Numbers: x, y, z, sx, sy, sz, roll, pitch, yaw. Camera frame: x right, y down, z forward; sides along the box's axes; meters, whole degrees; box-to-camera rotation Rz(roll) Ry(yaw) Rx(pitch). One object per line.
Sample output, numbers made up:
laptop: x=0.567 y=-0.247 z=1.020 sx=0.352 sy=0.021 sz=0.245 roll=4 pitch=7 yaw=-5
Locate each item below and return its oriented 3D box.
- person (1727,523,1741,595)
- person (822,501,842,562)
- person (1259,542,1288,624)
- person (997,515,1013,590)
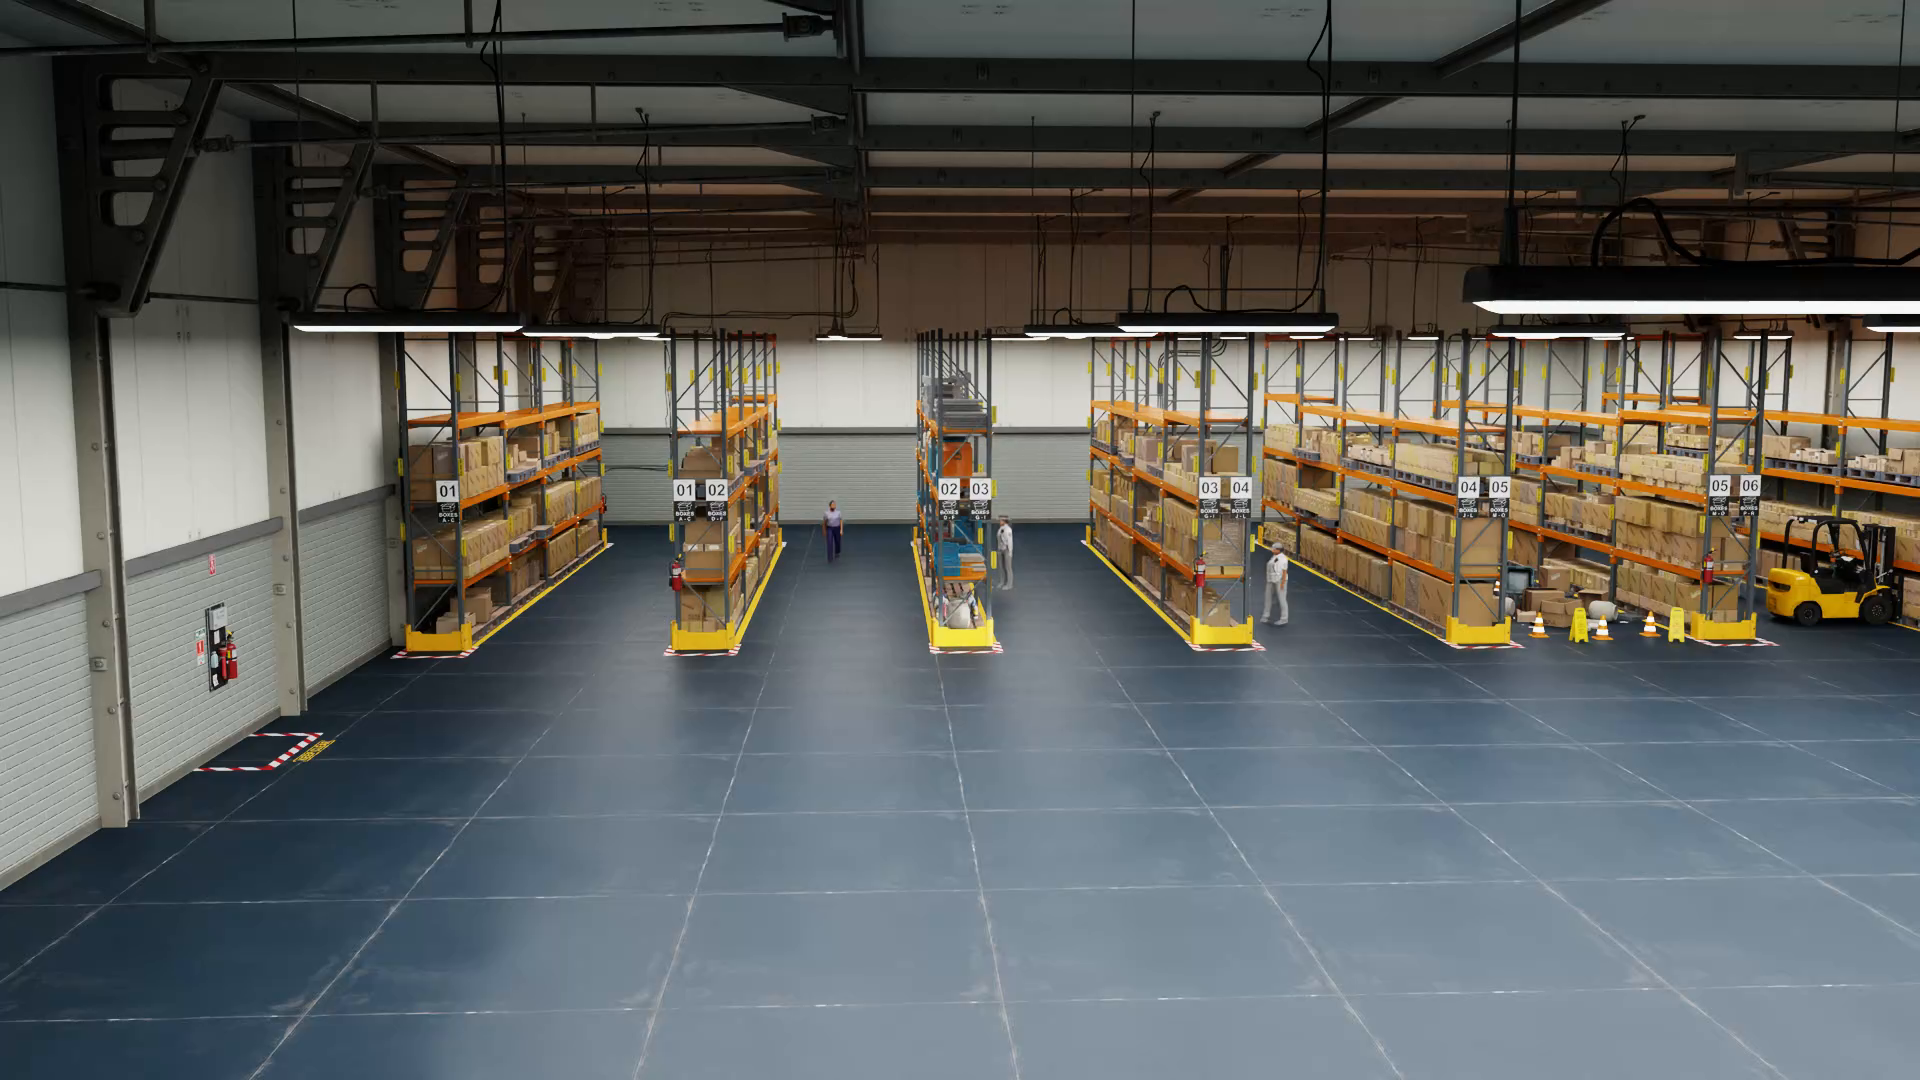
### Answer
person: x=17.536 y=0.438 z=37.769 sx=0.532 sy=1.696 sz=0.641 roll=-3 pitch=7 yaw=-20
person: x=-3.369 y=-0.238 z=43.873 sx=0.520 sy=1.586 sz=0.952 roll=-1 pitch=7 yaw=-8
person: x=6.467 y=0.876 z=34.160 sx=0.463 sy=1.660 sz=0.541 roll=-6 pitch=9 yaw=-41
person: x=1.005 y=0.263 z=37.399 sx=0.366 sy=1.677 sz=0.510 roll=-5 pitch=8 yaw=-34
